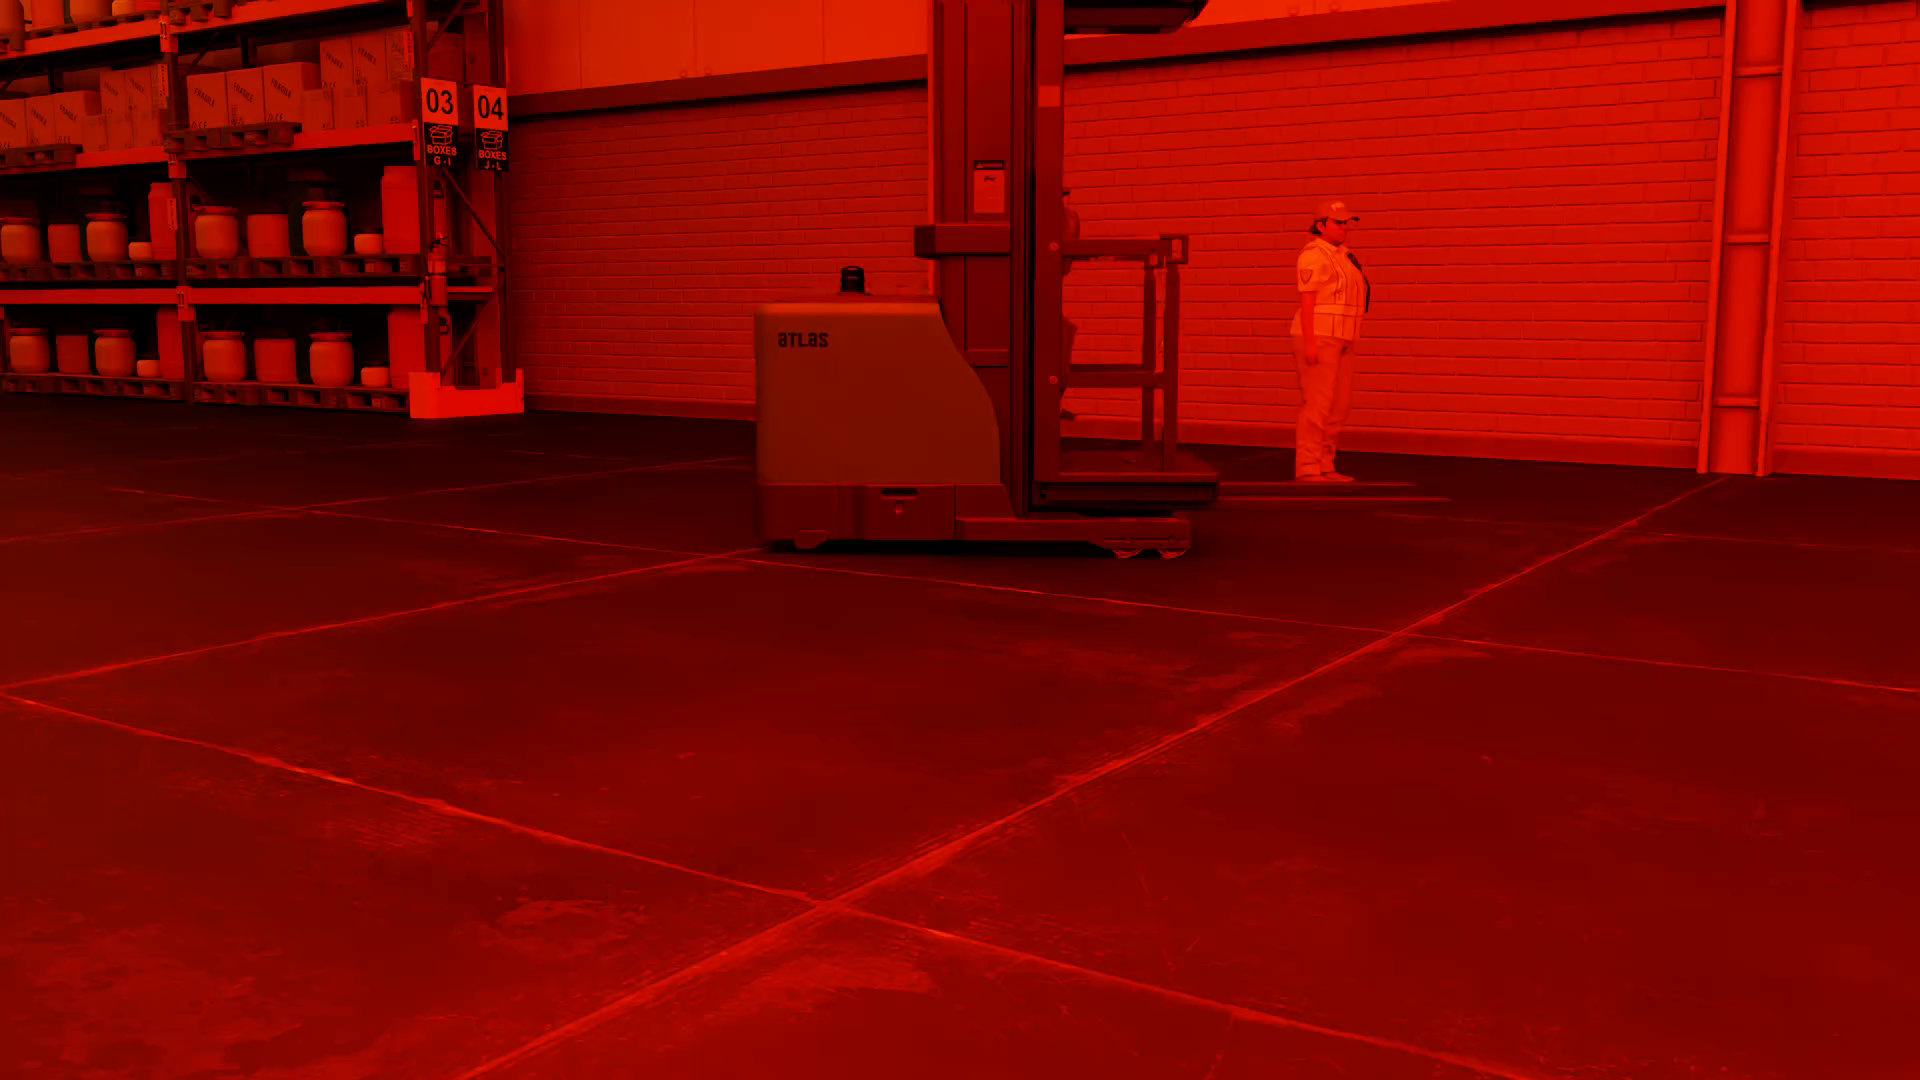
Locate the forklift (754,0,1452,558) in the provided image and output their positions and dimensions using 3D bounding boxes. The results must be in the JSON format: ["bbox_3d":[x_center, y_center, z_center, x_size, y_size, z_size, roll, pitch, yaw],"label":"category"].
[{"bbox_3d":[0.633,-1.452,7.406,3.031,2.935,1.130,0,8,1],"label":"forklift"}]

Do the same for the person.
[{"bbox_3d":[2.142,-1.137,9.706,0.389,1.668,0.499,5,10,34],"label":"person"}]
